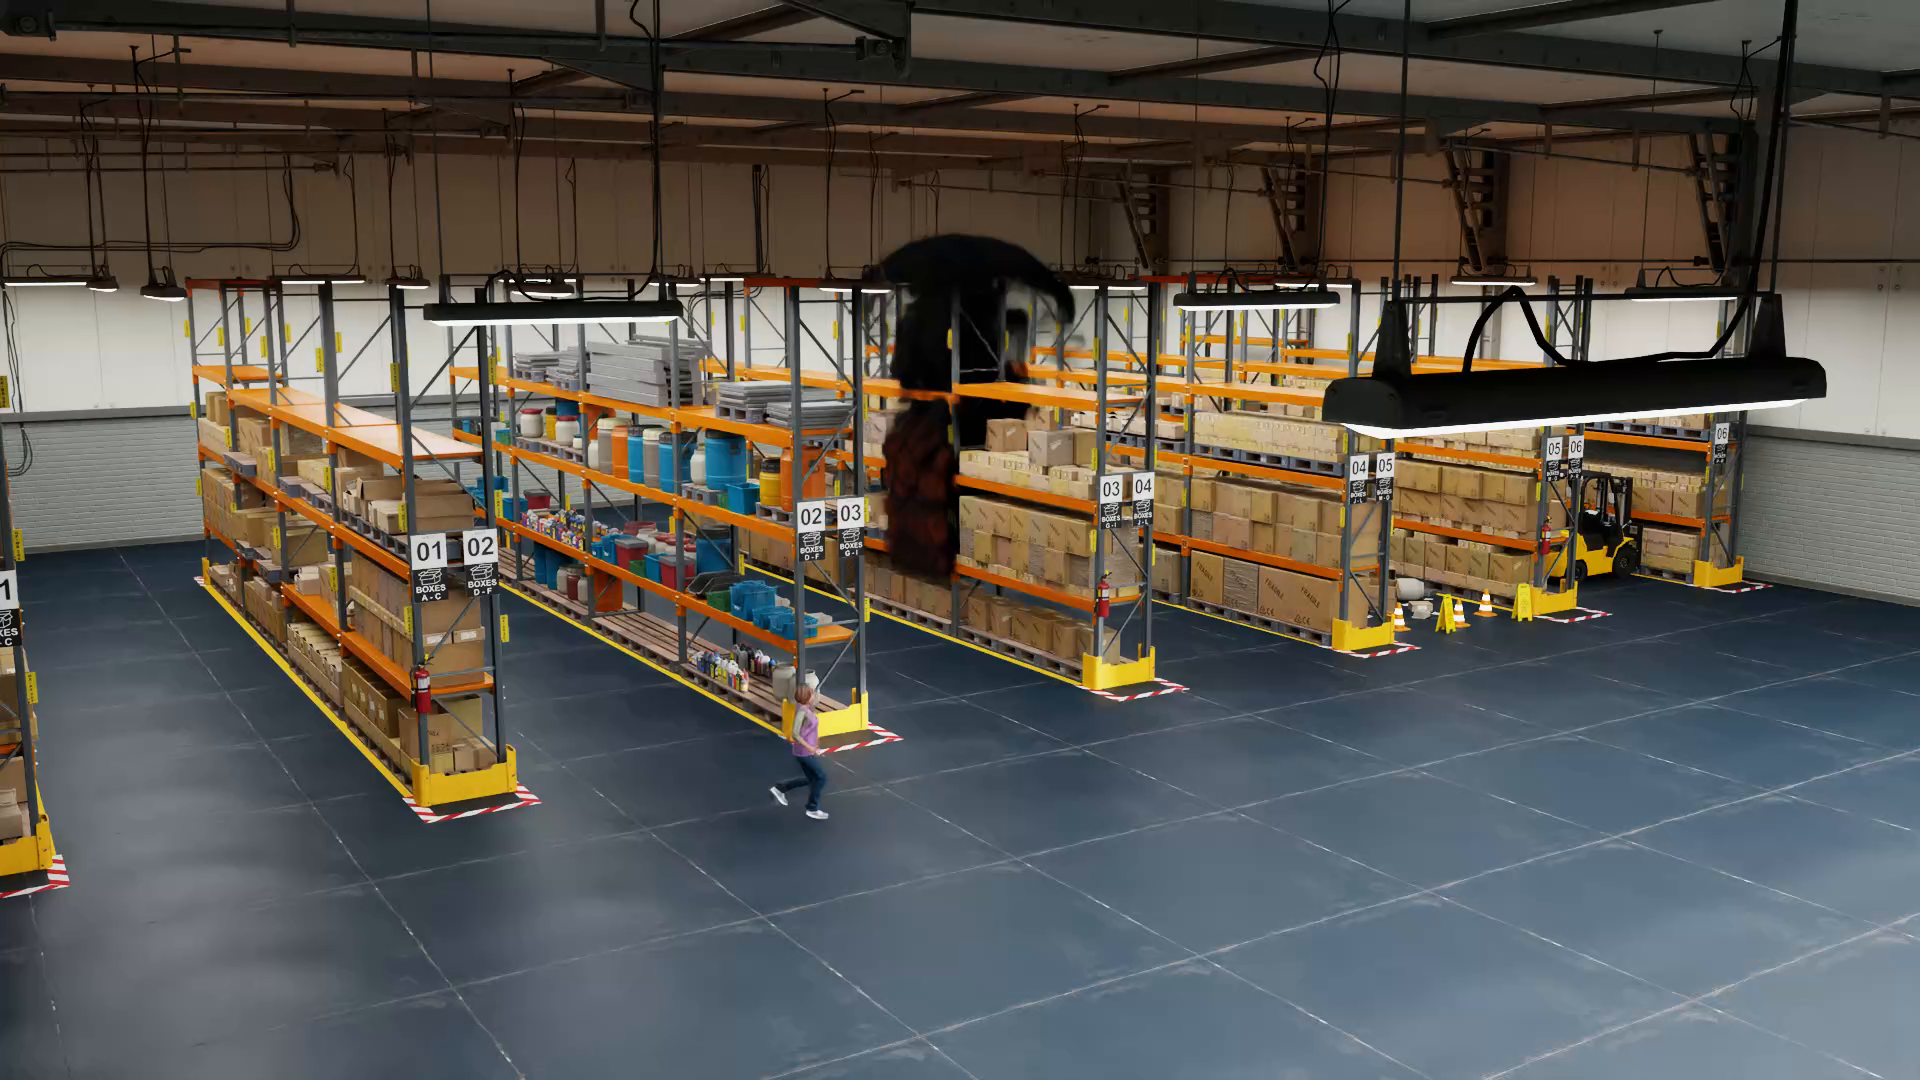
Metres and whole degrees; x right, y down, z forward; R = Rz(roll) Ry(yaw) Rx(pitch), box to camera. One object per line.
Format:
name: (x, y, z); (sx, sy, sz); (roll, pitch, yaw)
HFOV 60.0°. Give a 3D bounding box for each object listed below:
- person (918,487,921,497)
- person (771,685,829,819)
person: (-0.815, -1.413, 41.833); (0.509, 1.556, 0.598); (4, 10, 21)
person: (-1.834, 2.428, 18.980); (0.661, 1.573, 0.564); (0, 10, -3)
